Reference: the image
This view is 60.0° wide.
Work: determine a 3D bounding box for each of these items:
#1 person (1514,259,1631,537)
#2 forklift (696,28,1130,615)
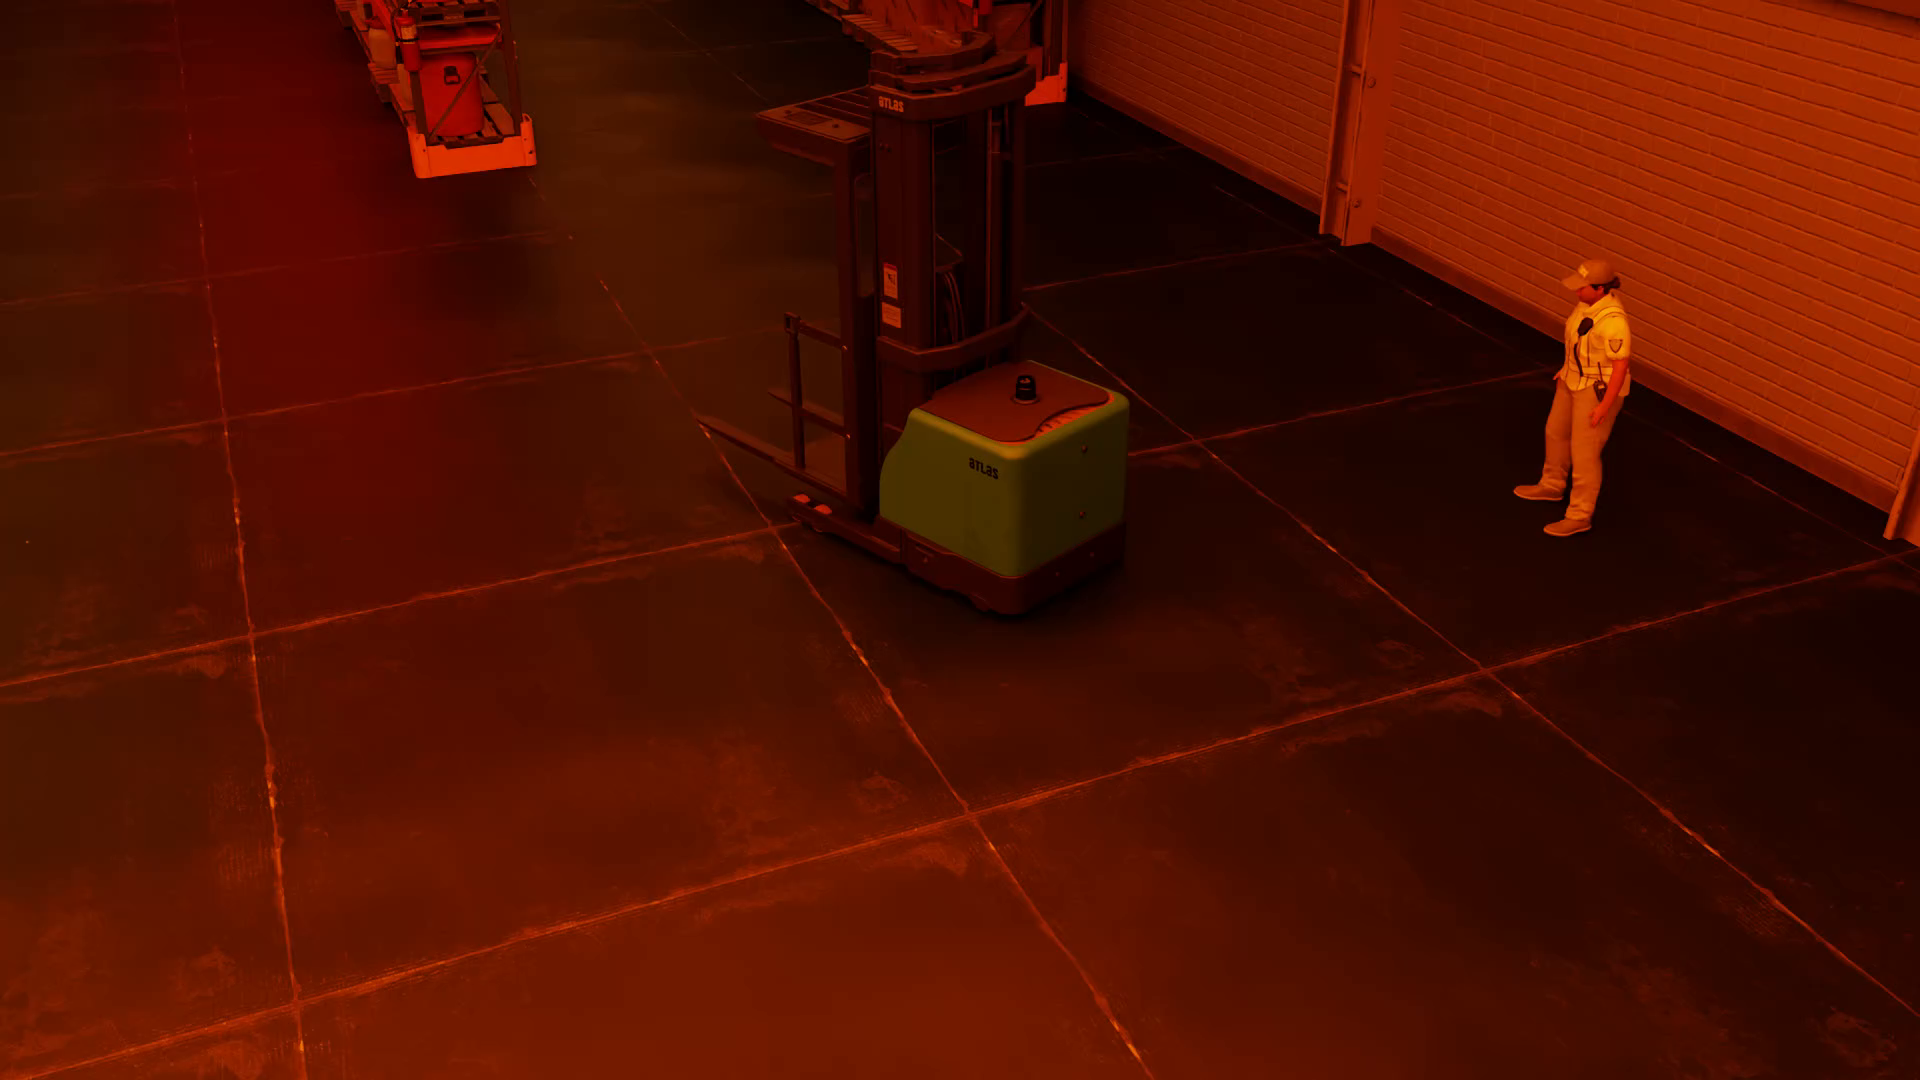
[{"bbox_3d":[3.731,-0.887,9.955,0.487,1.670,0.618,0,30,0],"label":"person"},{"bbox_3d":[-0.436,-1.483,9.714,3.031,2.935,1.130,26,39,37],"label":"forklift"}]
